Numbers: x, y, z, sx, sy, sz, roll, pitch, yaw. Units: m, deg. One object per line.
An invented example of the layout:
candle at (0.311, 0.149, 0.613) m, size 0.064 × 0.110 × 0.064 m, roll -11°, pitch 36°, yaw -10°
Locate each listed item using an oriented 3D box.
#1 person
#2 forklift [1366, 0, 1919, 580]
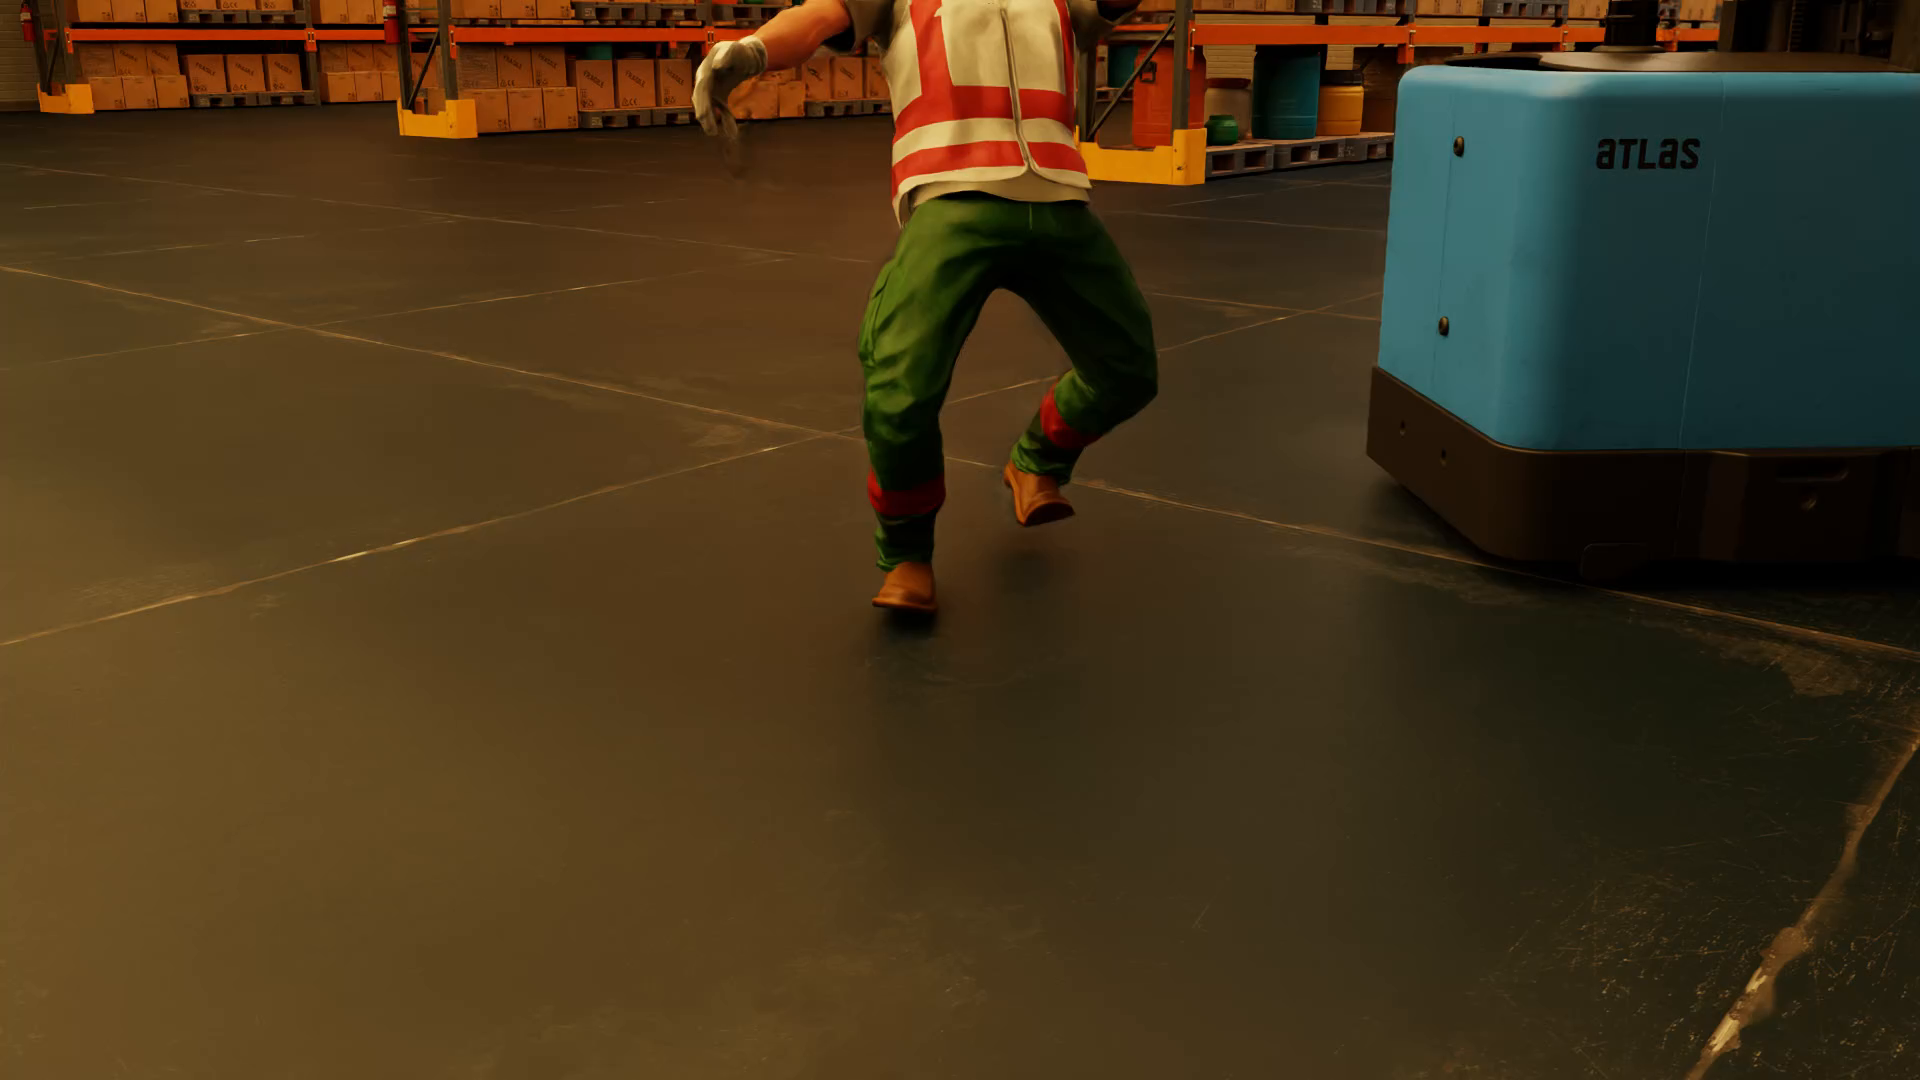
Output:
person at (-0.051, -0.619, 3.250) m, size 1.045 × 1.542 × 0.782 m, roll -10°, pitch 20°, yaw -30°
forklift at (2.623, -1.462, 3.711) m, size 3.031 × 2.935 × 1.130 m, roll -1°, pitch 17°, yaw -3°
